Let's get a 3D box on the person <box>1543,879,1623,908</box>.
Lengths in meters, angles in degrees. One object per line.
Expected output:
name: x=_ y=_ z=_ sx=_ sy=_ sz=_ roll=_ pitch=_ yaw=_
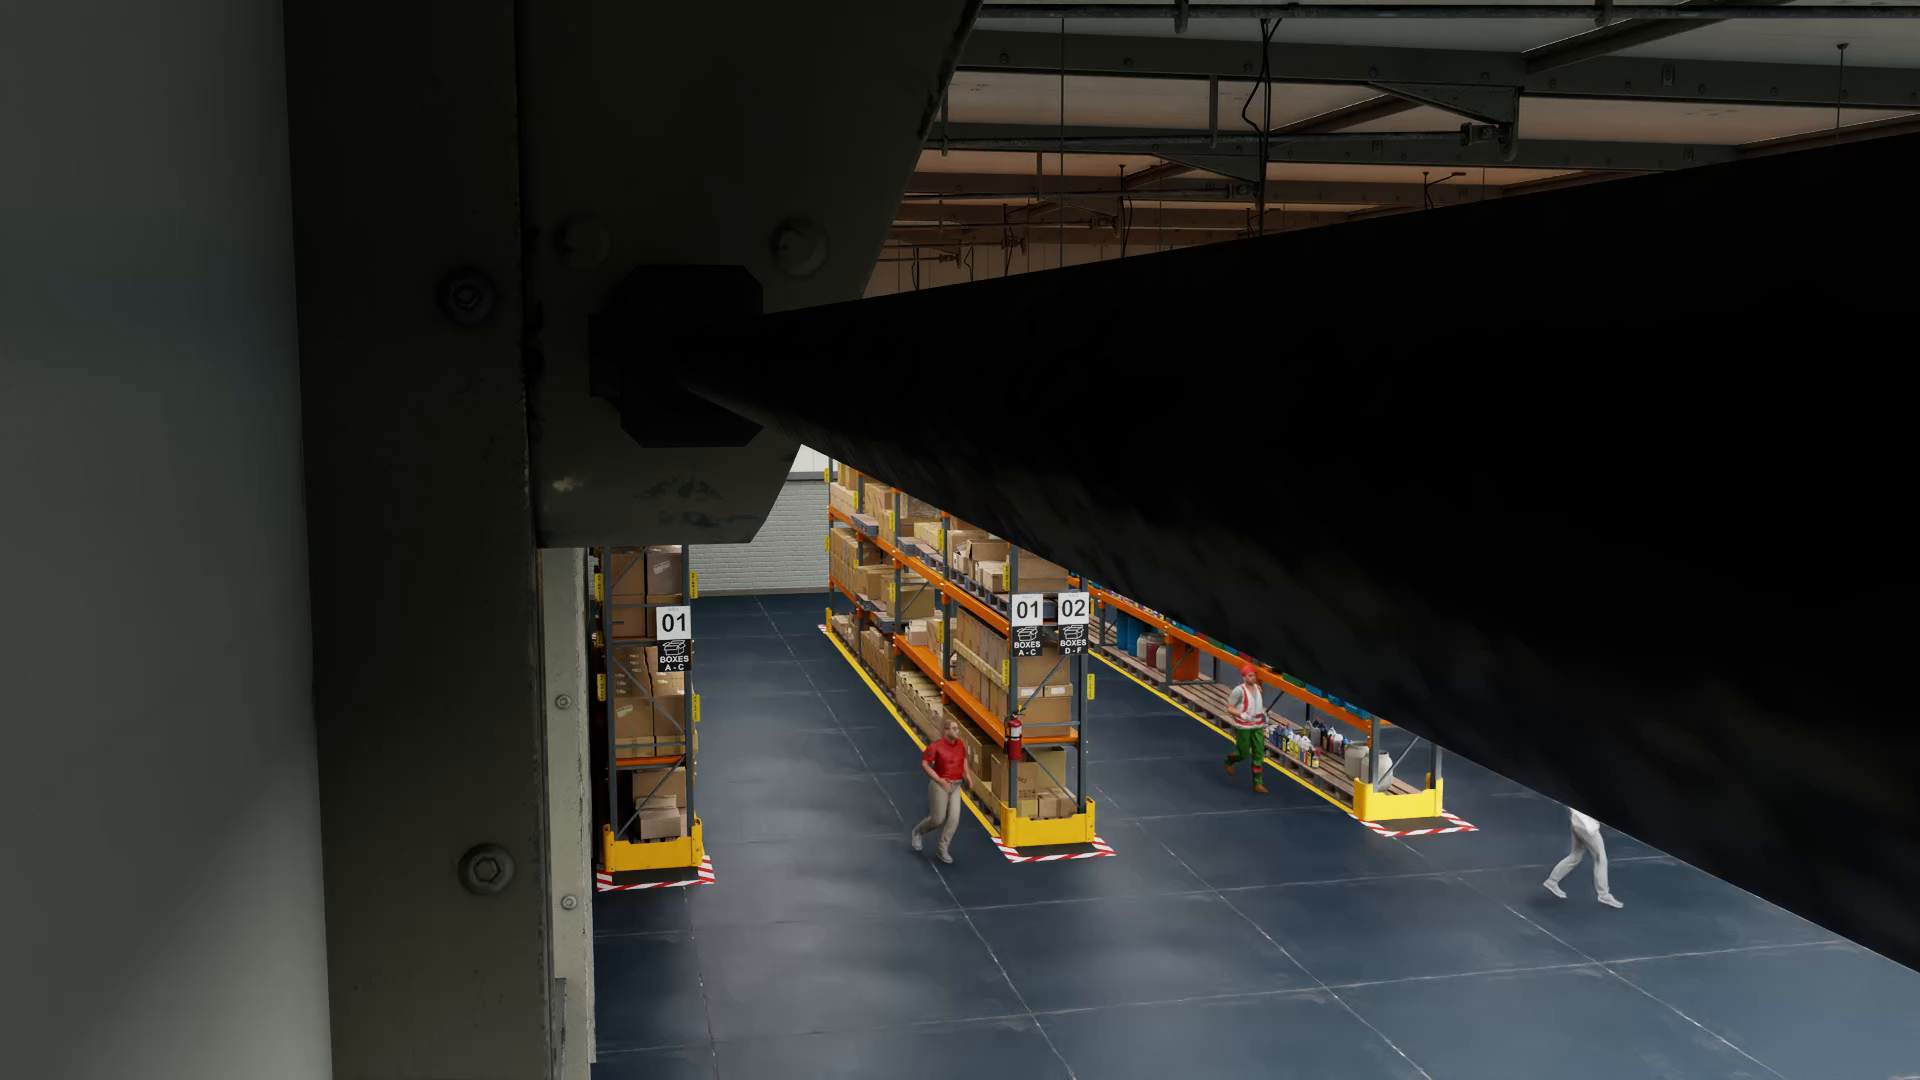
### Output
person: x=7.040 y=3.256 z=18.713 sx=0.854 sy=1.707 sz=0.282 roll=1 pitch=7 yaw=9

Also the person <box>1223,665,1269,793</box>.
person: x=4.088 y=2.647 z=23.539 sx=0.623 sy=1.768 sz=0.971 roll=-3 pitch=7 yaw=-25

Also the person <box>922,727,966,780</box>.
person: x=-0.136 y=2.634 z=20.511 sx=0.676 sy=0.679 sz=0.351 roll=-5 pitch=9 yaw=-39
